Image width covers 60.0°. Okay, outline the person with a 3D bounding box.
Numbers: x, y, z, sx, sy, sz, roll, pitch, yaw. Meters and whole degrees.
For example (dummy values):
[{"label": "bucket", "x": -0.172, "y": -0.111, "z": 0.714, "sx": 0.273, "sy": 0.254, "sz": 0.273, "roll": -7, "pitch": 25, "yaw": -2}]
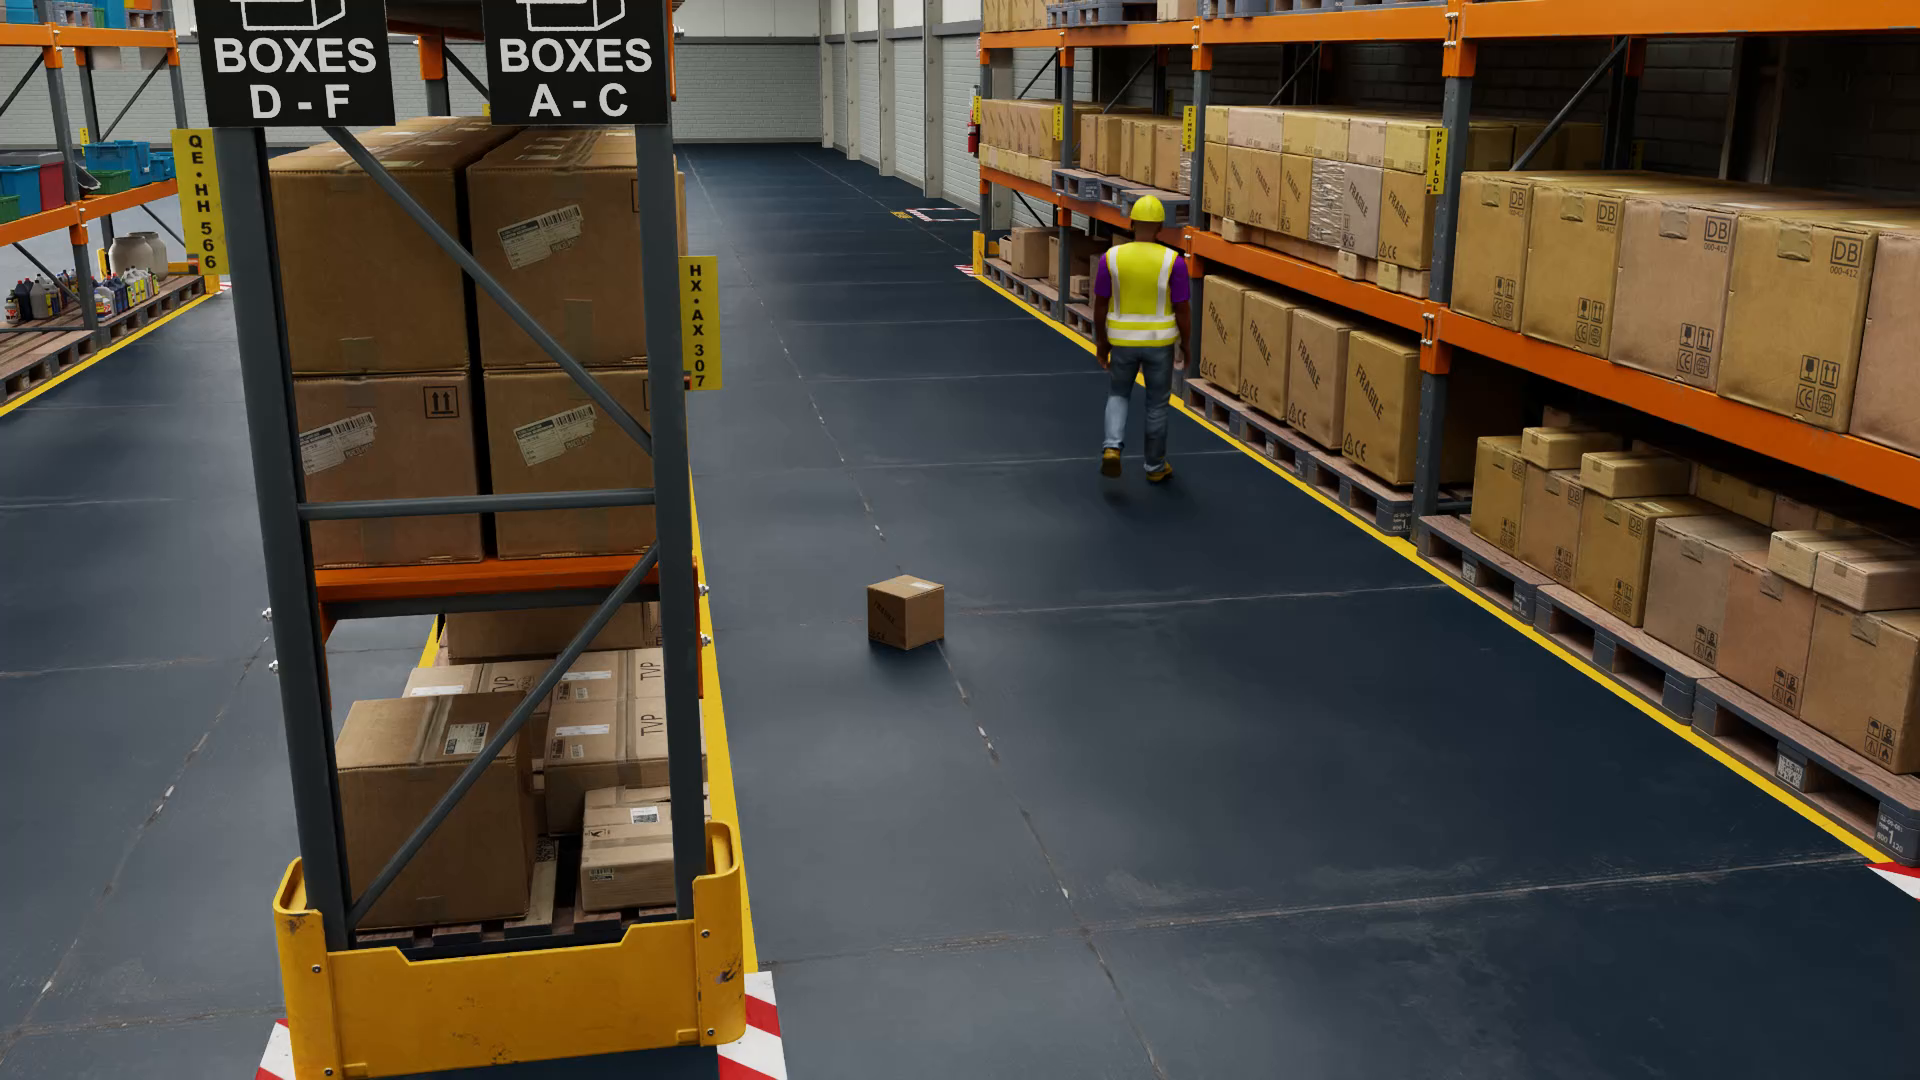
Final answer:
[{"label": "person", "x": 1.111, "y": -1.202, "z": 10.078, "sx": 0.587, "sy": 1.757, "sz": 0.682, "roll": 5, "pitch": 17, "yaw": 15}]
